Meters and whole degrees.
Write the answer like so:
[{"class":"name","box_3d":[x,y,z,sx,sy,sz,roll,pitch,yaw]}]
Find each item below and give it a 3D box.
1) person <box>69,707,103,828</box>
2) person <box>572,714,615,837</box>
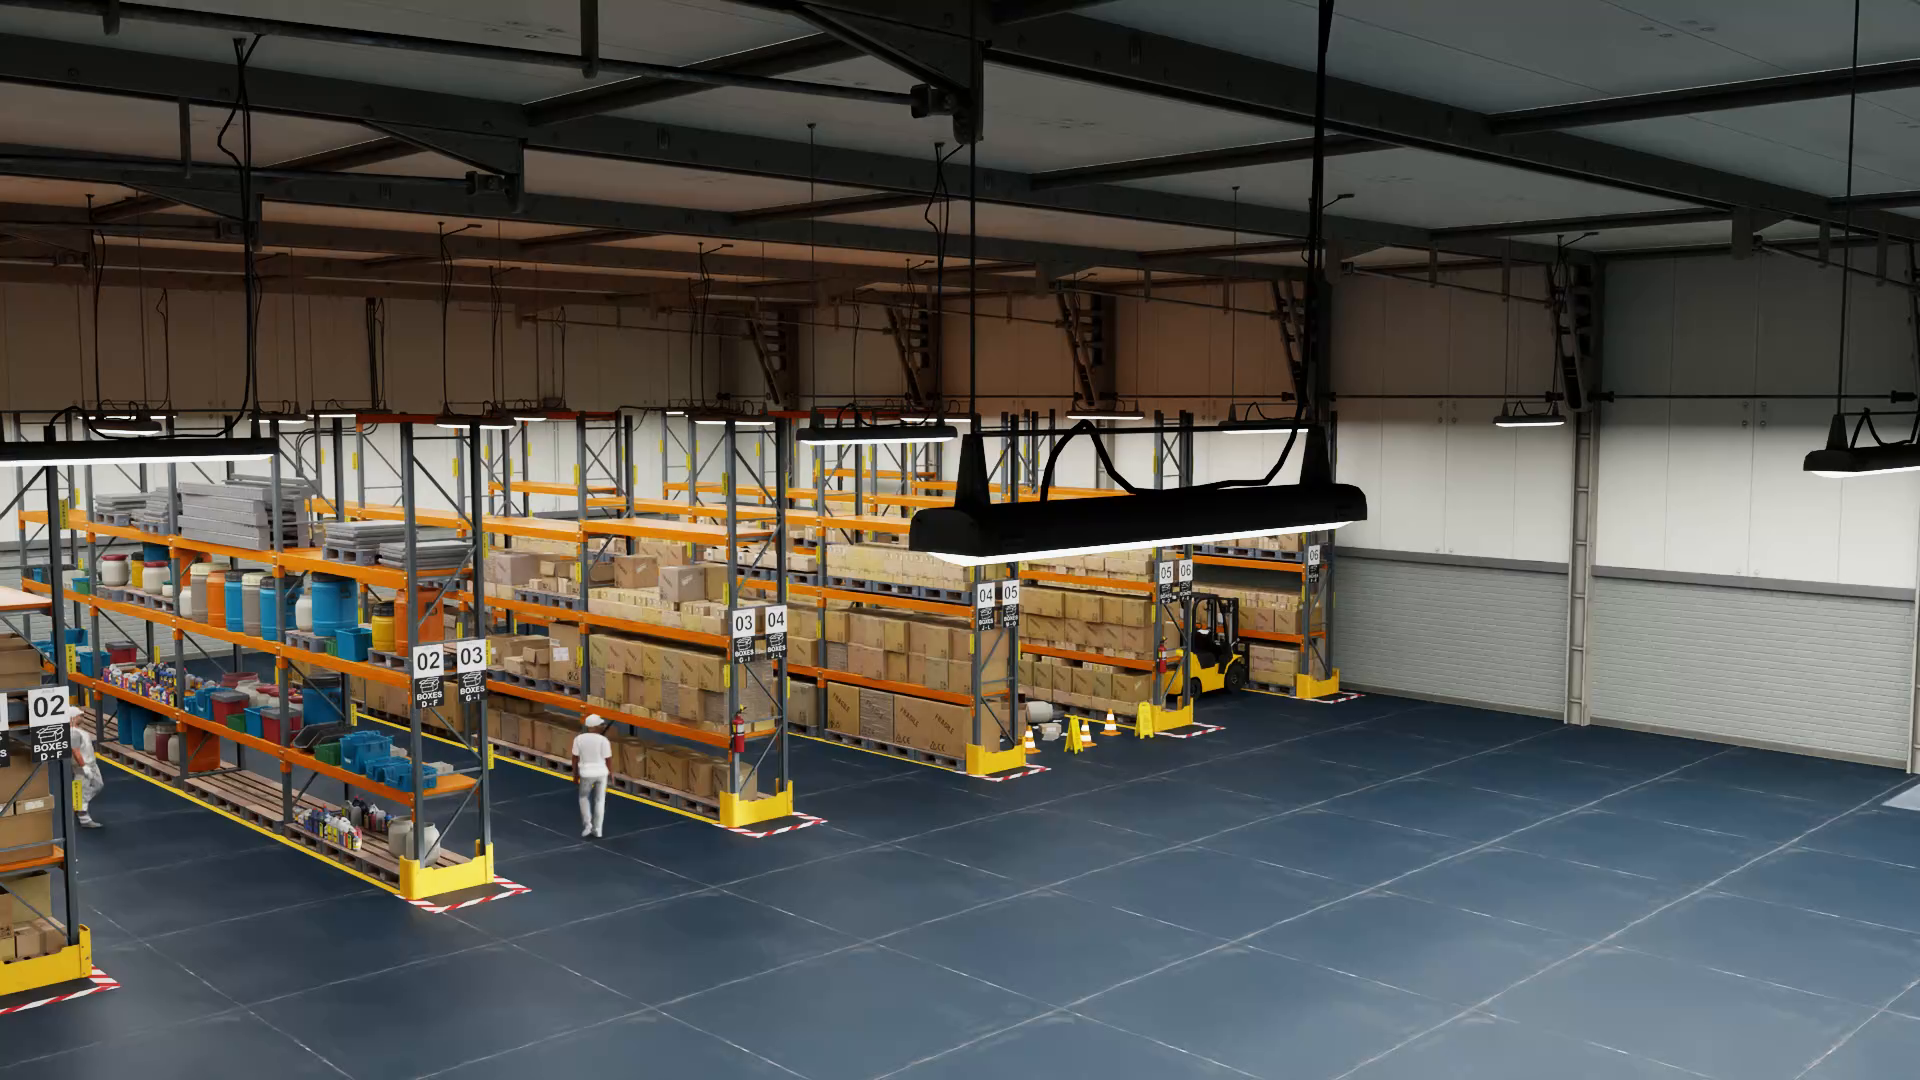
[{"class":"person","box_3d":[-12.894,3.318,24.483,0.530,1.783,0.663,-1,5,-7]},{"class":"person","box_3d":[-5.252,3.370,23.833,0.591,1.775,0.467,-1,5,-14]}]
